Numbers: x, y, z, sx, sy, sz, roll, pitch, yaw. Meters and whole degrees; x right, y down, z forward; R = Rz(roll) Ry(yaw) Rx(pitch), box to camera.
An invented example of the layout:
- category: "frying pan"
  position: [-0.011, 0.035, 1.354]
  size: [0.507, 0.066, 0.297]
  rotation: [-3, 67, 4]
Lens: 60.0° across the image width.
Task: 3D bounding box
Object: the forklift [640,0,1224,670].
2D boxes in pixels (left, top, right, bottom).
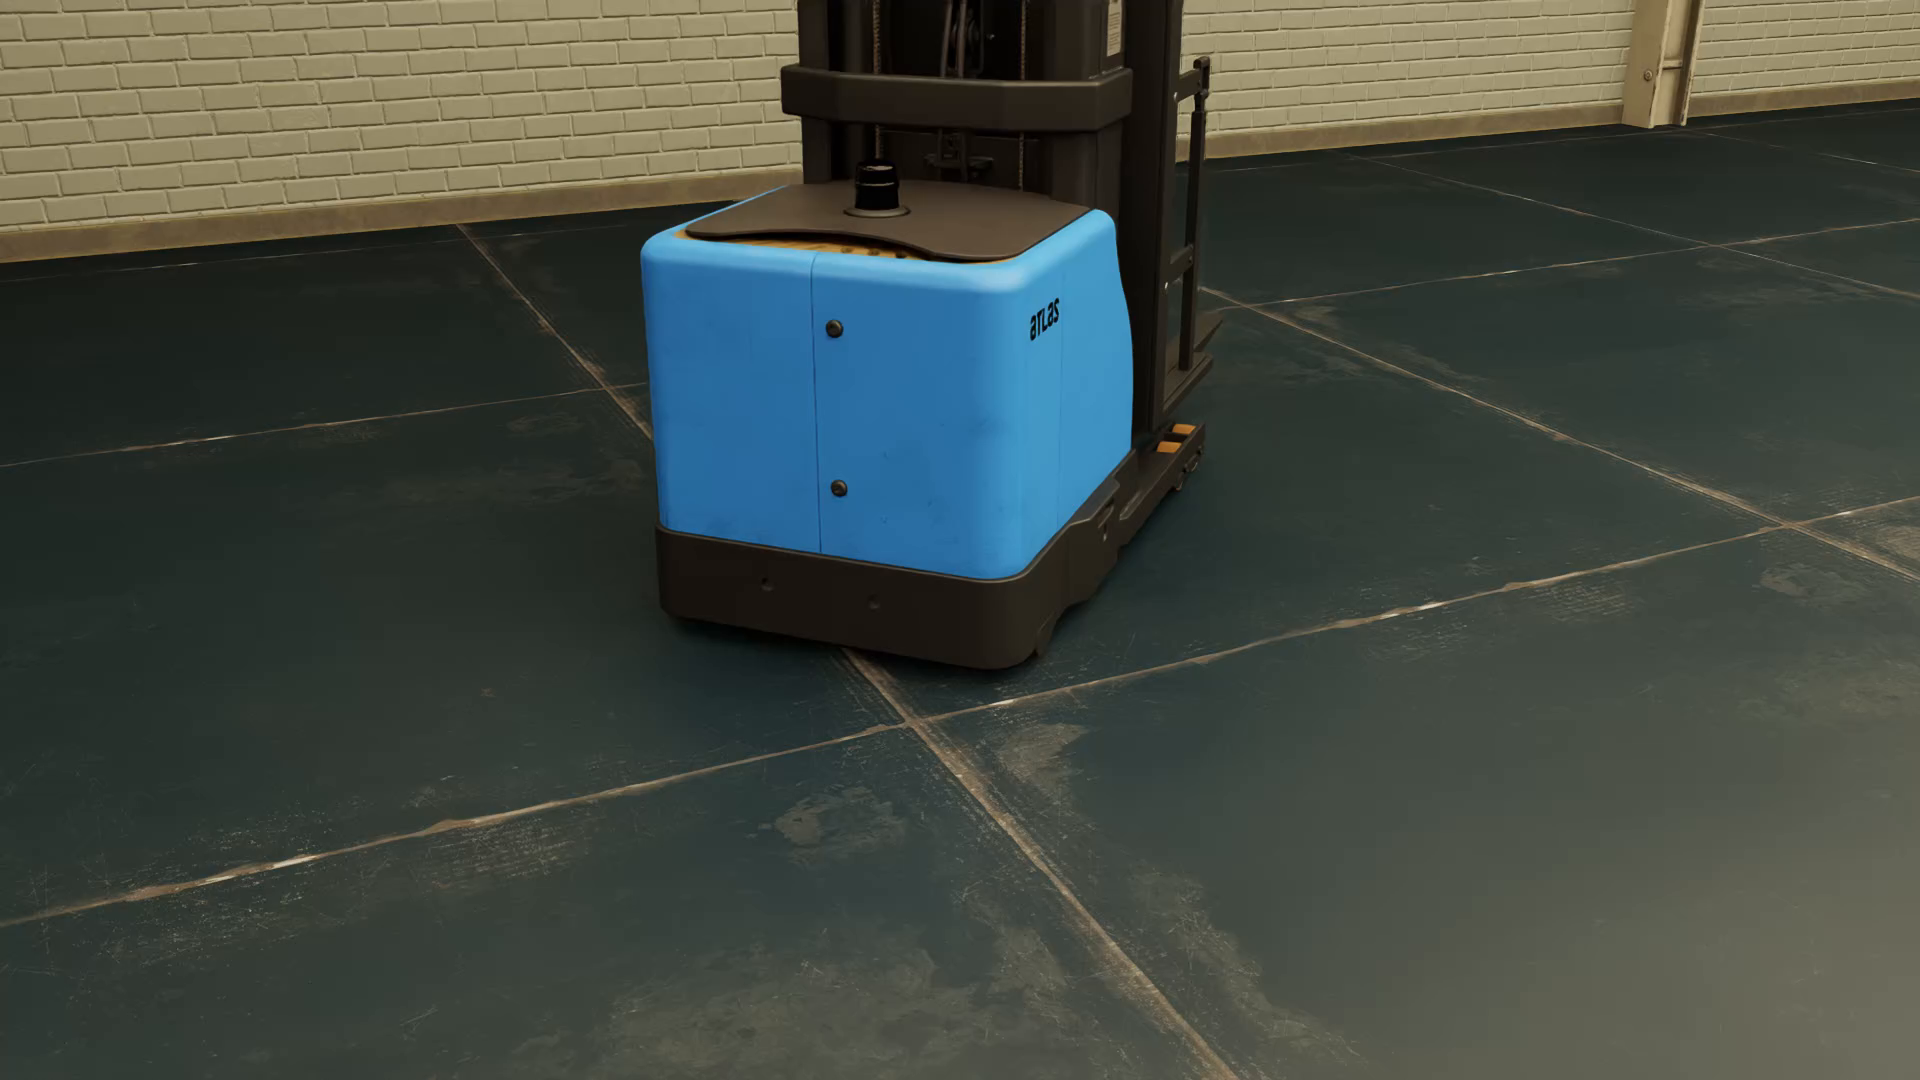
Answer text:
- category: "forklift"
  position: [0.196, -1.566, 5.055]
  size: [1.130, 2.935, 3.031]
  rotation: [9, 24, 20]
